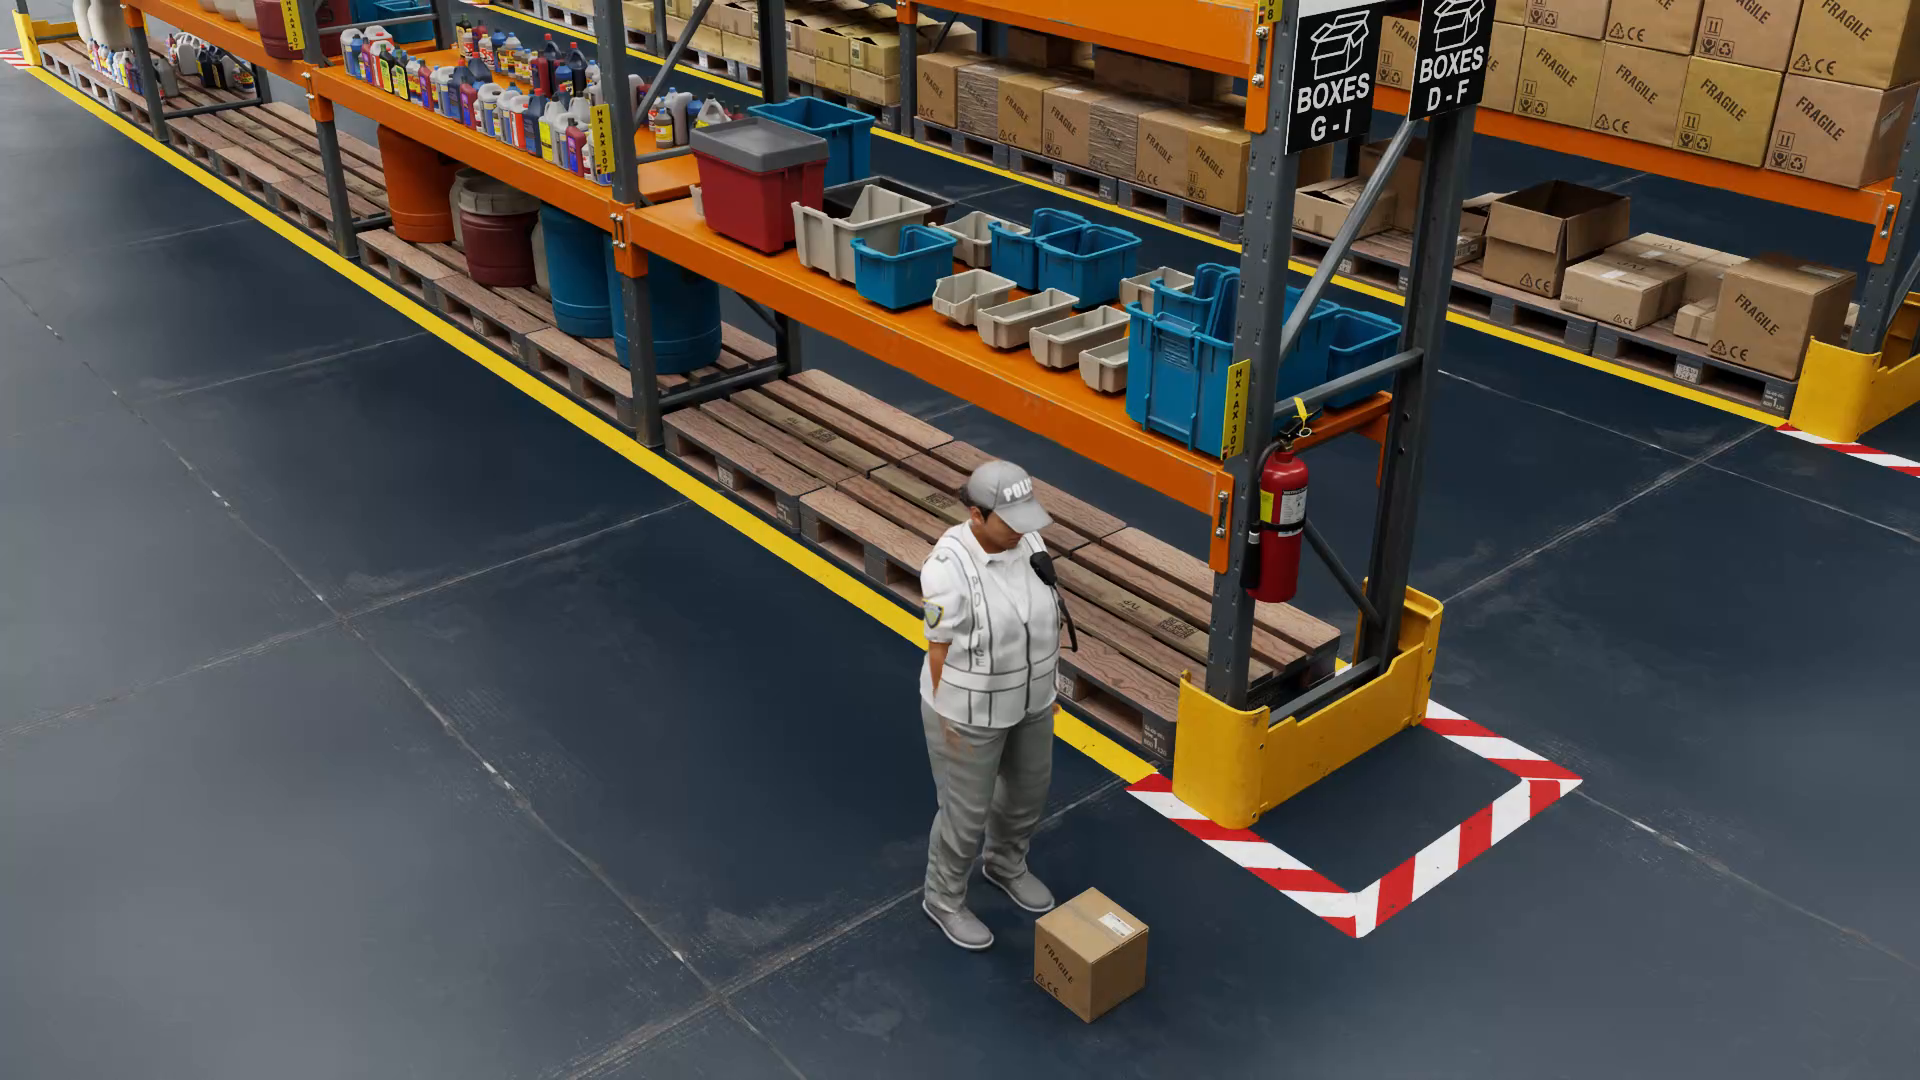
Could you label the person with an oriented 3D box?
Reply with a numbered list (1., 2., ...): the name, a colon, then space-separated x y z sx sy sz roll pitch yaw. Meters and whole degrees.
1. person: 0.206 0.985 5.316 0.506 0.774 0.918 -23 36 -36
